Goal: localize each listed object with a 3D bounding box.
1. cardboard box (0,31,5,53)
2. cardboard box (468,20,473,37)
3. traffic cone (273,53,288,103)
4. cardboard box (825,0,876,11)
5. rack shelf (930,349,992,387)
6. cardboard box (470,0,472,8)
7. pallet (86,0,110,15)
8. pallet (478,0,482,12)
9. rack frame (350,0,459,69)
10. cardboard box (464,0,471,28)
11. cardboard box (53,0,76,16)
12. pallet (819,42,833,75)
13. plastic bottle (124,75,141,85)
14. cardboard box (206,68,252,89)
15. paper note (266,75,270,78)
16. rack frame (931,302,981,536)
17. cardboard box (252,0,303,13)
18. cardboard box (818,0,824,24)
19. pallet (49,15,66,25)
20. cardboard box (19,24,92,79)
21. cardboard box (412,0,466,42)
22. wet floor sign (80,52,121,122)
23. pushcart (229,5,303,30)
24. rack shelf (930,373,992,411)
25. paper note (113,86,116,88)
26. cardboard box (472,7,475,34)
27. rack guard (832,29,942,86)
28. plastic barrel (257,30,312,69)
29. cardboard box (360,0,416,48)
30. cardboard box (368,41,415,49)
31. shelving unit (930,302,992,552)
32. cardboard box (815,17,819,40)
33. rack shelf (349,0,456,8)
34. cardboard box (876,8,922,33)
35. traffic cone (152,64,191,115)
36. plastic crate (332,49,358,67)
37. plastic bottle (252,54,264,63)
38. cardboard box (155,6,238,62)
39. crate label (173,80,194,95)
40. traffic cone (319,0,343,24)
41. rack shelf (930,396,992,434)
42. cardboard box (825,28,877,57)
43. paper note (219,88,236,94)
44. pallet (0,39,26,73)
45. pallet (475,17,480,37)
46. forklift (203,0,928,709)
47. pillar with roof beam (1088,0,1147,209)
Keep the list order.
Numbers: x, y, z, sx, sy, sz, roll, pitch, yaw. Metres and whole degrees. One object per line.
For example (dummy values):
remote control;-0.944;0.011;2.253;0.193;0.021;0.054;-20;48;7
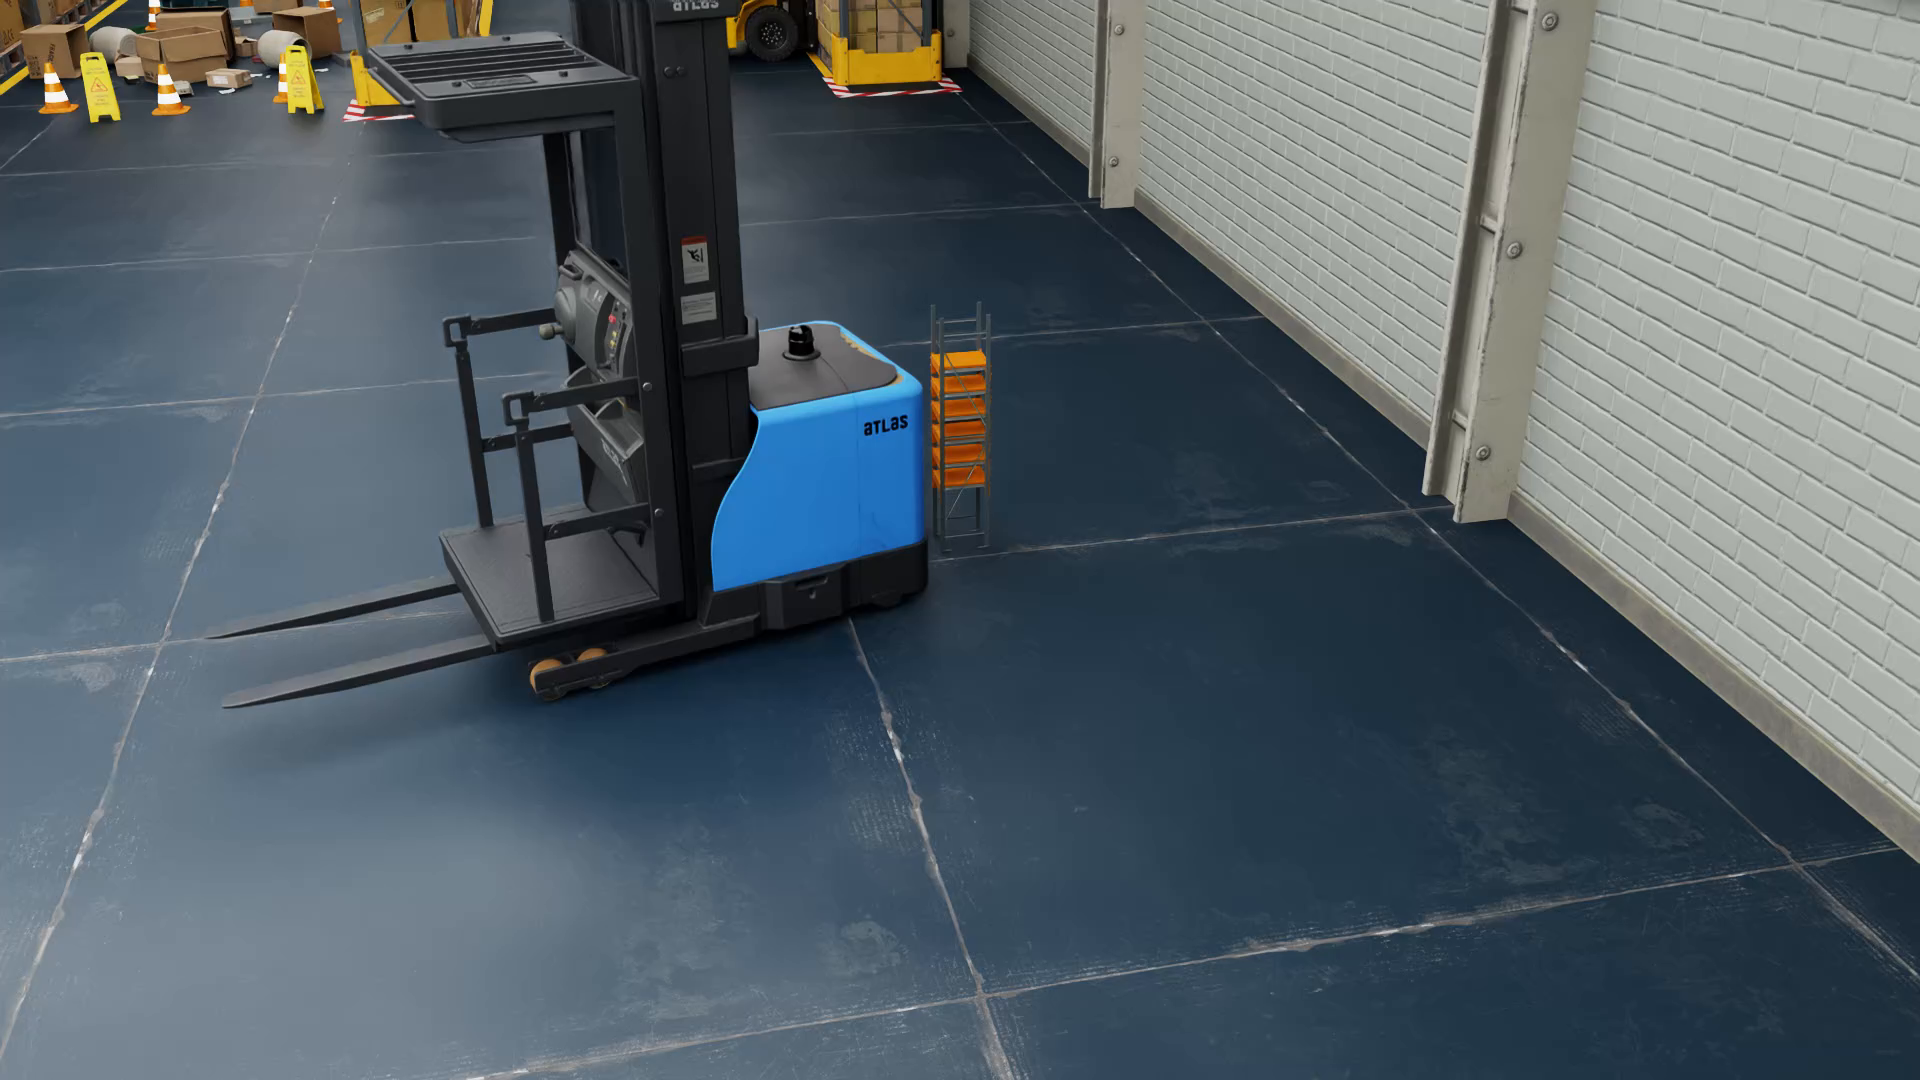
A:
cardboard box;-11.057;-5.660;18.027;0.875;0.875;0.875;-6;27;-11
cardboard box;-5.792;-5.696;18.792;0.500;0.250;0.500;-4;27;-8
traffic cone;-6.990;-4.816;17.278;0.336;0.463;0.334;-6;27;-12
cardboard box;-1.209;-5.973;18.231;0.500;0.250;0.500;-5;27;-10
rack shelf;0.003;-0.811;7.825;0.258;0.103;0.180;-6;27;-12
cardboard box;-6.027;-6.486;19.524;0.500;0.500;0.500;-5;27;-11
pallet;-12.135;-7.257;22.394;1.003;0.211;1.213;-6;27;-12
pallet;-6.993;-7.280;22.439;1.003;0.211;1.213;-6;27;-12
rack frame;-5.637;-5.891;16.592;1.000;3.000;0.127;-6;27;-12
cardboard box;-5.782;-6.028;18.617;0.500;0.500;0.500;-5;27;-11
cardboard box;-11.779;-6.970;20.761;1.050;0.750;0.750;-6;27;-12
pallet;-1.015;-5.483;18.879;1.003;0.211;1.213;-6;27;-12
plastic bottle;-9.036;-5.026;18.140;0.133;0.061;0.283;-16;31;-29
cardboard box;-7.900;-4.988;17.967;0.380;0.149;0.250;8;28;15
paper note;-7.656;-5.132;18.406;0.032;0.001;0.123;-6;27;-12
rack frame;-0.017;-0.569;8.047;0.240;1.200;0.006;-6;27;-12
cardboard box;-8.265;-6.675;20.079;0.500;0.500;0.500;-6;27;-12
cardboard box;-1.318;-5.983;18.805;0.500;0.250;0.500;-6;27;-12
pallet;-11.585;-6.186;20.271;1.003;0.211;1.213;-6;27;-12
cardboard box;-9.988;-5.408;18.406;0.500;0.500;0.500;-1;27;-3
cardboard box;-5.555;-5.578;17.726;0.500;0.500;0.500;-7;28;-13
wet floor sign;-8.501;-4.481;16.412;0.267;0.644;0.232;-11;29;-20
pushcart;-8.748;-6.223;20.160;1.648;0.377;0.936;-16;31;-29
rack shelf;0.003;-0.704;7.879;0.258;0.103;0.180;-6;27;-12
paper note;-9.126;-4.860;17.847;0.144;0.017;0.142;3;27;6
cardboard box;-6.013;-6.142;19.675;0.500;0.250;0.500;-7;28;-13
rack guard;-0.796;-5.270;18.136;1.175;0.500;0.348;-6;27;-12
plastic barrel;-7.577;-5.494;18.664;0.512;0.421;0.421;13;30;24
cardboard box;-6.071;-5.511;17.592;0.500;0.500;0.500;-6;27;-11
cardboard box;-6.086;-5.189;17.787;0.500;0.250;0.500;-6;27;-12
shelving unit;0.003;-0.529;7.967;0.258;1.200;0.189;-6;27;-12
cardboard box;-1.422;-5.970;19.335;0.500;0.250;0.500;-6;27;-11
rack shelf;-6.087;-6.448;18.494;1.077;0.370;4.000;-6;27;-12
cardboard box;-0.705;-5.807;18.457;0.500;0.250;0.500;-5;27;-11
traffic cone;-7.995;-4.554;16.759;0.336;0.463;0.334;-6;27;-12
plastic crate;-6.983;-5.571;19.198;0.402;0.080;0.583;-16;31;-29
plastic bottle;-8.074;-5.578;19.233;0.133;0.061;0.283;-1;27;-3
cardboard box;-8.718;-5.761;18.954;0.797;0.637;0.503;-6;27;-12
crate label;-8.233;-4.747;17.504;0.250;0.136;0.298;-23;35;-38
traffic cone;-8.181;-6.916;21.439;0.336;0.463;0.334;-6;27;-12
rack shelf;0.003;-0.597;7.933;0.258;0.103;0.180;-6;27;-12
cardboard box;-1.215;-5.531;18.464;0.500;0.250;0.500;-6;27;-11
paper note;-7.789;-4.778;17.683;0.148;0.019;0.142;-16;31;-29
pallet;-11.243;-5.513;18.938;1.003;0.211;1.213;-6;27;-12
pallet;-6.352;-6.111;20.122;1.003;0.211;1.213;-6;27;-12
forklift;-1.692;-0.914;6.807;3.031;2.935;1.130;-14;30;-25
pillar with roof beam;-2.922;-6.401;10.944;9.100;9.000;0.400;-6;27;-12
